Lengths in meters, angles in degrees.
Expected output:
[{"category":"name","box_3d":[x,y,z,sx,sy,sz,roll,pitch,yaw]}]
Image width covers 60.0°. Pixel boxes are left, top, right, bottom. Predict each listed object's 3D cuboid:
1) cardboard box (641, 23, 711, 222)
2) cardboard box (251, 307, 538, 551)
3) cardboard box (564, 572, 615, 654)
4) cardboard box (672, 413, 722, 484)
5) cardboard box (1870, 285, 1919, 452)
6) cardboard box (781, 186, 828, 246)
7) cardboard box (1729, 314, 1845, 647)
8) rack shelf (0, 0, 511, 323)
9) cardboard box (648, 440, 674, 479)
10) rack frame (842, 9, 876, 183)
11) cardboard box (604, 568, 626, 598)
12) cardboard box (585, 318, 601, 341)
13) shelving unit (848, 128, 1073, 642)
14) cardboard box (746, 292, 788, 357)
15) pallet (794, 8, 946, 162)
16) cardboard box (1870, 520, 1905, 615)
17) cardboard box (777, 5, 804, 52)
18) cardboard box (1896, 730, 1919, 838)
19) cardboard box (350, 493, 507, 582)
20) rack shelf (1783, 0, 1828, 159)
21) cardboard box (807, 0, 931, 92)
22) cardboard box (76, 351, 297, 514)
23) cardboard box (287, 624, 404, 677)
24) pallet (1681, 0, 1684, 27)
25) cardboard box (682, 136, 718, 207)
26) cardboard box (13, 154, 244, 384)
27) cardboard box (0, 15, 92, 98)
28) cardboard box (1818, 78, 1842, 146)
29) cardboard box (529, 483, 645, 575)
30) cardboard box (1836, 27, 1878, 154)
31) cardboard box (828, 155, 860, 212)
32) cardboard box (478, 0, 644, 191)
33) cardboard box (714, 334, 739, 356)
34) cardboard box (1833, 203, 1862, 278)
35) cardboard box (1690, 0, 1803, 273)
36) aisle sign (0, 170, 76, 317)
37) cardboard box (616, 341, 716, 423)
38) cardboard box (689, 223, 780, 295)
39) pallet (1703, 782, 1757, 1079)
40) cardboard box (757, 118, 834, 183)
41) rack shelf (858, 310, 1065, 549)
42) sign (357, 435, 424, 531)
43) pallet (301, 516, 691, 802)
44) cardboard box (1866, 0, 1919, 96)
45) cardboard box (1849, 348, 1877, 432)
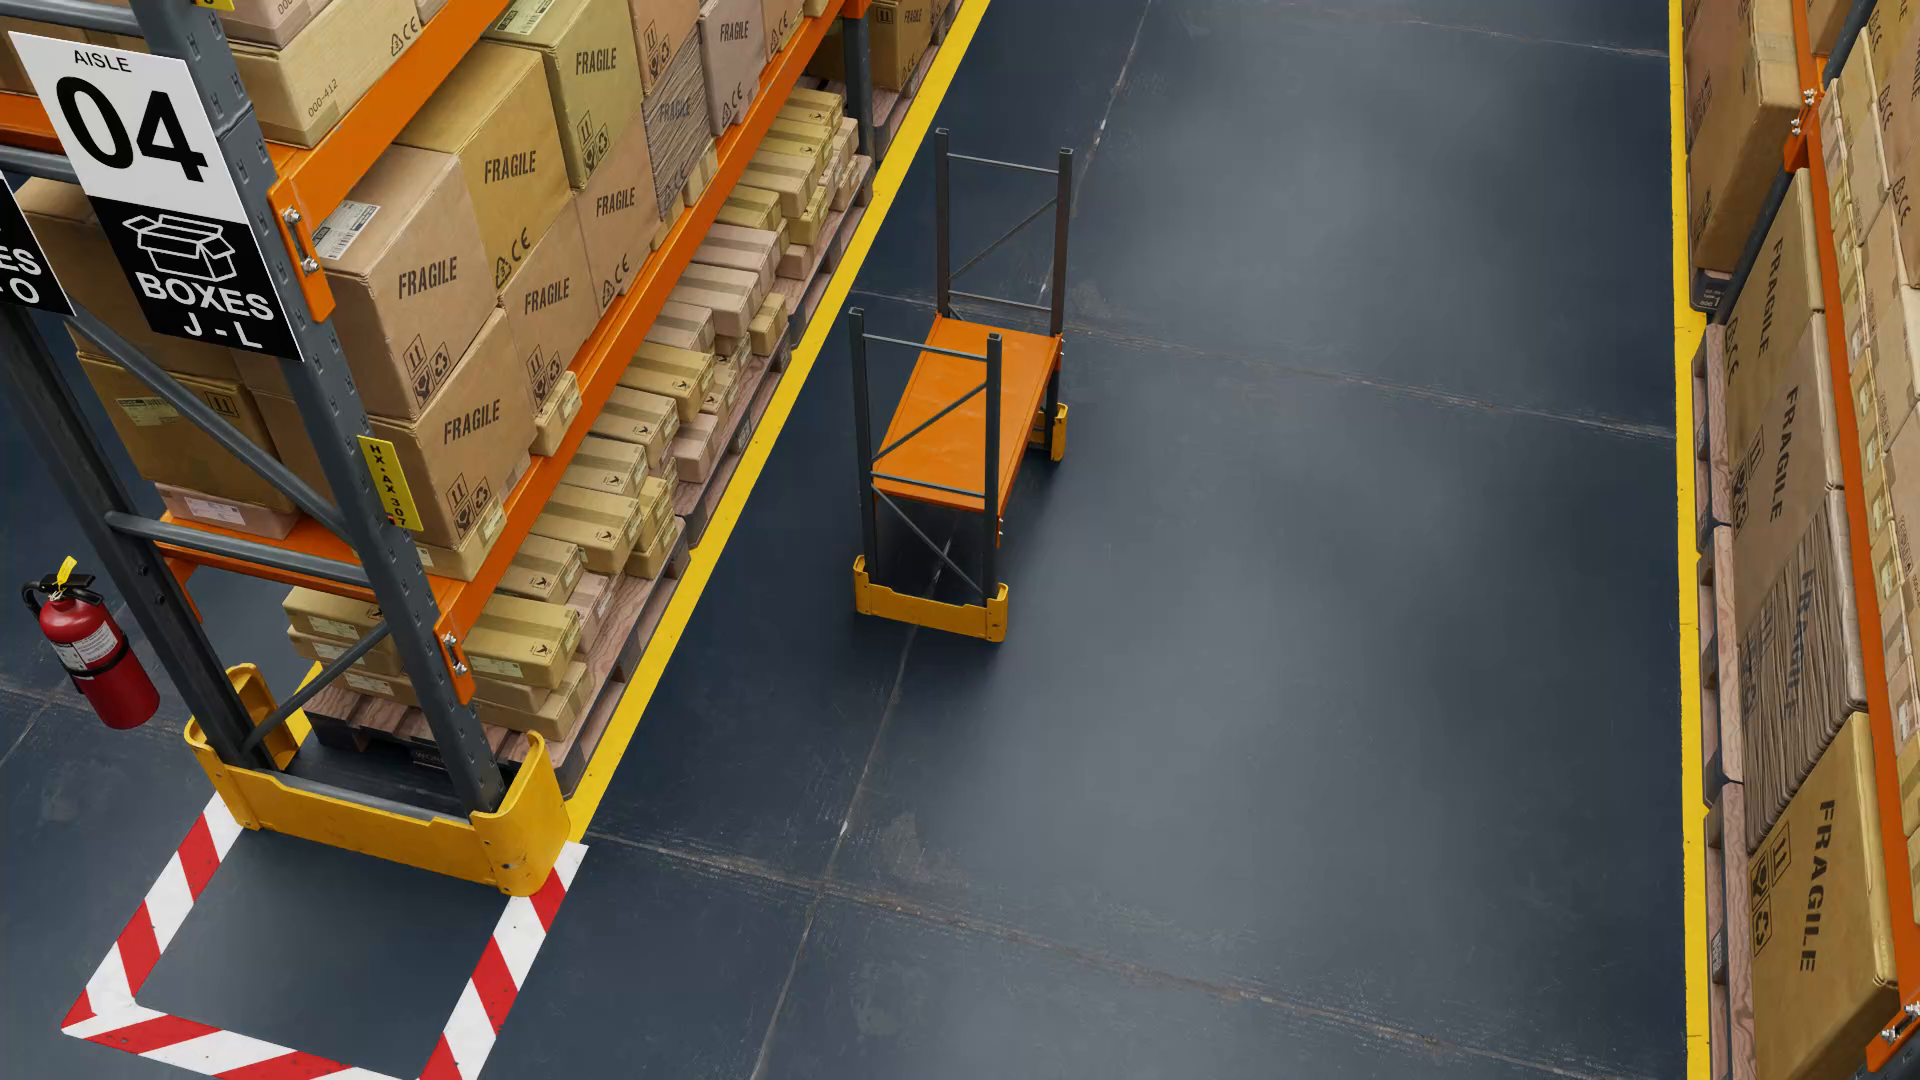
[{"category":"cardboard box","box_3d":[-1.198,-1.477,5.706,0.500,0.500,0.500,10,49,9]},{"category":"cardboard box","box_3d":[-1.584,-0.363,4.723,0.500,0.500,0.500,14,50,12]},{"category":"cardboard box","box_3d":[-1.456,0.230,5.889,0.380,0.149,0.250,11,50,10]},{"category":"cardboard box","box_3d":[-1.175,-0.389,6.633,0.380,0.149,0.250,9,49,8]},{"category":"cardboard box","box_3d":[3.063,-0.473,4.988,0.500,0.250,0.500,12,50,10]},{"category":"cardboard box","box_3d":[-0.804,-1.462,7.382,0.380,0.149,0.250,10,49,9]},{"category":"cardboard box","box_3d":[3.355,-0.126,5.916,0.875,0.875,0.875,12,50,10]},{"category":"rack shelf","box_3d":[-1.442,-2.162,5.056,1.077,0.370,4.000,12,50,10]},{"category":"cardboard box","box_3d":[-1.327,-0.340,6.391,0.380,0.149,0.250,9,49,8]},{"category":"rack frame","box_3d":[-0.915,-2.854,7.187,1.000,3.000,0.127,12,50,10]},{"category":"cardboard box","box_3d":[-1.473,0.141,6.165,0.380,0.149,0.250,12,50,10]},{"category":"cardboard box","box_3d":[-1.386,-0.830,5.568,0.380,0.149,0.250,11,50,10]},{"category":"shelving unit","box_3d":[0.020,-0.551,6.155,0.587,1.500,1.083,12,50,10]},{"category":"cardboard box","box_3d":[-0.962,-0.950,7.128,0.380,0.149,0.250,11,50,10]},{"category":"pallet","box_3d":[-0.712,-2.495,8.730,1.003,0.211,1.213,12,50,10]},{"category":"cardboard box","box_3d":[2.834,0.112,4.737,0.380,0.149,0.250,11,49,9]},{"category":"cardboard box","box_3d":[-0.856,-2.129,6.715,0.380,0.149,0.250,13,50,12]},{"category":"cardboard box","box_3d":[2.633,0.663,4.251,0.380,0.149,0.250,12,50,10]},{"category":"cardboard box","box_3d":[-1.567,-0.048,4.878,0.380,0.149,0.250,11,50,10]},{"category":"rack shelf","box_3d":[4.369,-3.011,7.806,1.077,0.370,4.000,12,50,10]},{"category":"cardboard box","box_3d":[-0.465,-2.648,8.393,0.500,0.500,0.500,13,50,11]},{"category":"cardboard box","box_3d":[-2.098,-0.469,4.817,0.500,0.500,0.500,12,50,11]},{"category":"cardboard box","box_3d":[-2.105,0.307,5.820,0.380,0.149,0.250,10,49,9]},{"category":"pallet","box_3d":[4.616,-3.218,9.368,1.003,0.211,1.213,12,50,10]},{"category":"cardboard box","box_3d":[-1.107,-1.373,6.048,0.380,0.149,0.250,12,50,11]},{"category":"cardboard box","box_3d":[-2.088,-0.804,4.445,0.500,0.500,0.500,11,49,9]},{"category":"cardboard box","box_3d":[-2.104,-1.285,3.902,0.500,0.250,0.500,11,49,9]},{"category":"cardboard box","box_3d":[3.444,-1.571,6.222,0.380,0.149,0.250,12,50,10]},{"category":"cardboard box","box_3d":[-1.356,-0.046,5.933,0.380,0.149,0.250,11,50,10]},{"category":"cardboard box","box_3d":[3.467,-1.563,5.949,0.500,0.250,0.500,11,49,9]},{"category":"cardboard box","box_3d":[-0.690,-1.699,7.789,0.380,0.149,0.250,12,50,11]},{"category":"cardboard box","box_3d":[-1.309,-1.434,5.002,0.500,0.500,0.500,11,49,9]},{"category":"cardboard box","box_3d":[-1.103,-0.922,6.905,0.380,0.149,0.250,9,49,8]},{"category":"cardboard box","box_3d":[3.239,-1.000,5.718,0.380,0.149,0.250,10,49,9]},{"category":"cardboard box","box_3d":[3.992,-1.705,7.310,1.225,0.875,0.875,12,50,10]},{"category":"aisle sign","box_3d":[-2.277,-0.828,3.665,0.394,0.787,0.004,12,50,10]},{"category":"cardboard box","box_3d":[-1.175,-0.621,6.441,0.380,0.149,0.250,12,50,11]},{"category":"cardboard box","box_3d":[-0.971,-1.178,6.932,0.380,0.149,0.250,9,49,8]},{"category":"pallet","box_3d":[2.925,1.420,5.275,1.003,0.211,1.213,12,50,10]},{"category":"cardboard box","box_3d":[-0.787,-1.746,7.433,0.380,0.149,0.250,12,50,11]},{"category":"rack shelf","box_3d":[0.022,-0.439,6.296,0.538,0.185,1.000,12,50,10]},{"category":"sign","box_3d":[-1.445,-0.141,4.215,0.100,0.325,0.005,12,50,10]},{"category":"pallet","box_3d":[-1.700,0.326,6.240,1.003,0.211,1.213,12,50,10]},{"category":"cardboard box","box_3d":[3.470,-1.804,5.661,0.500,0.500,0.500,12,50,10]},{"category":"cardboard box","box_3d":[3.035,-0.443,5.227,0.380,0.149,0.250,10,49,9]}]
